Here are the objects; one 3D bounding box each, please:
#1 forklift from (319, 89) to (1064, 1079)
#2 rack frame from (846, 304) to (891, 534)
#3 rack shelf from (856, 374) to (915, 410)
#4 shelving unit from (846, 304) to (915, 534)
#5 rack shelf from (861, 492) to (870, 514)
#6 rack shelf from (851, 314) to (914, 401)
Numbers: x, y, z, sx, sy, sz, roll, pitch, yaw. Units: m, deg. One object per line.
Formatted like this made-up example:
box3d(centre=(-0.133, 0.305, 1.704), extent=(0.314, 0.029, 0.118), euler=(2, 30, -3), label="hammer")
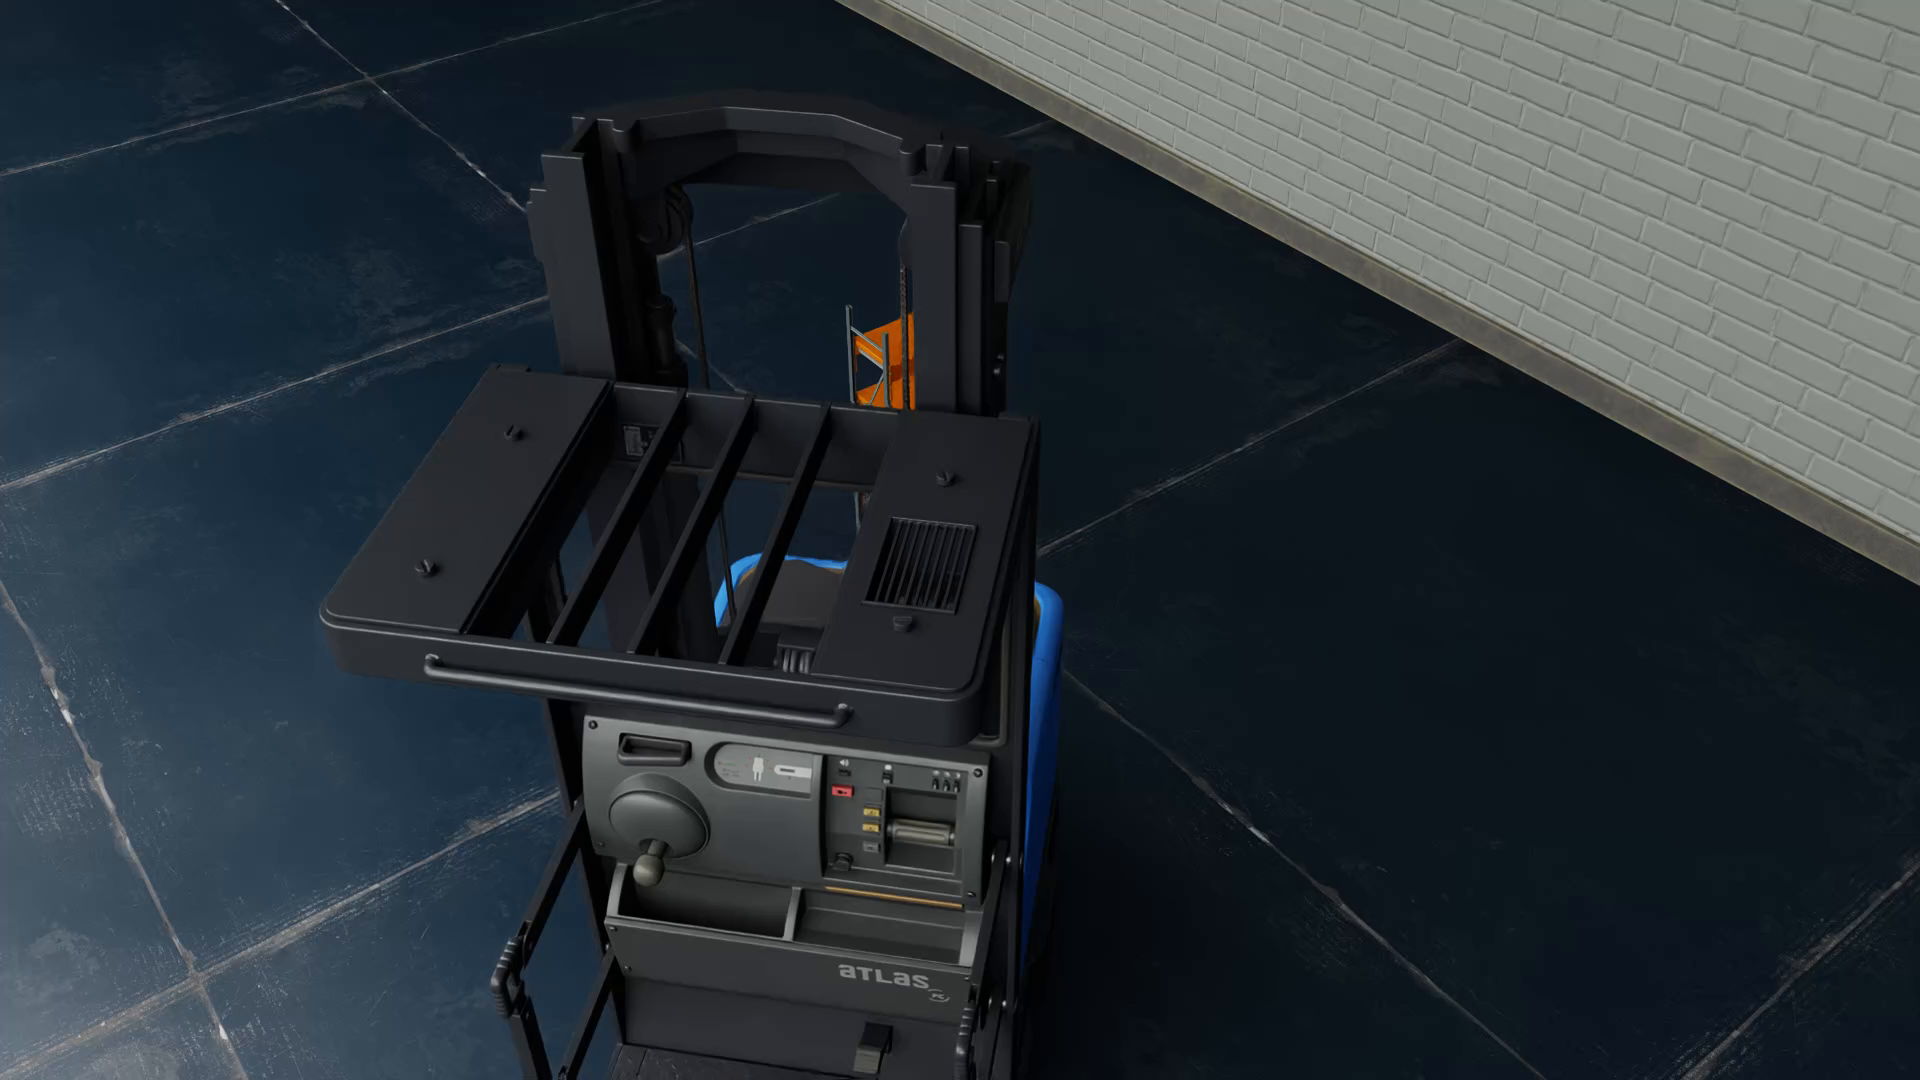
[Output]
box3d(centre=(-0.433, 0.694, 3.593), extent=(1.130, 2.935, 3.031), euler=(6, 40, 7), label="forklift")
box3d(centre=(-0.325, -0.306, 6.177), extent=(0.015, 1.200, 0.240), euler=(-26, 46, -28), label="rack frame")
box3d(centre=(-0.131, -0.521, 6.192), extent=(0.480, 0.148, 0.258), euler=(-26, 46, -28), label="rack shelf")
box3d(centre=(-0.131, -0.400, 6.291), extent=(0.503, 1.200, 0.258), euler=(-26, 46, -28), label="shelving unit")
box3d(centre=(-0.131, -0.194, 6.460), extent=(0.480, 0.148, 0.258), euler=(-26, 46, -28), label="rack shelf")
box3d(centre=(-0.131, -0.704, 6.042), extent=(0.480, 0.148, 0.258), euler=(-26, 46, -28), label="rack shelf")
